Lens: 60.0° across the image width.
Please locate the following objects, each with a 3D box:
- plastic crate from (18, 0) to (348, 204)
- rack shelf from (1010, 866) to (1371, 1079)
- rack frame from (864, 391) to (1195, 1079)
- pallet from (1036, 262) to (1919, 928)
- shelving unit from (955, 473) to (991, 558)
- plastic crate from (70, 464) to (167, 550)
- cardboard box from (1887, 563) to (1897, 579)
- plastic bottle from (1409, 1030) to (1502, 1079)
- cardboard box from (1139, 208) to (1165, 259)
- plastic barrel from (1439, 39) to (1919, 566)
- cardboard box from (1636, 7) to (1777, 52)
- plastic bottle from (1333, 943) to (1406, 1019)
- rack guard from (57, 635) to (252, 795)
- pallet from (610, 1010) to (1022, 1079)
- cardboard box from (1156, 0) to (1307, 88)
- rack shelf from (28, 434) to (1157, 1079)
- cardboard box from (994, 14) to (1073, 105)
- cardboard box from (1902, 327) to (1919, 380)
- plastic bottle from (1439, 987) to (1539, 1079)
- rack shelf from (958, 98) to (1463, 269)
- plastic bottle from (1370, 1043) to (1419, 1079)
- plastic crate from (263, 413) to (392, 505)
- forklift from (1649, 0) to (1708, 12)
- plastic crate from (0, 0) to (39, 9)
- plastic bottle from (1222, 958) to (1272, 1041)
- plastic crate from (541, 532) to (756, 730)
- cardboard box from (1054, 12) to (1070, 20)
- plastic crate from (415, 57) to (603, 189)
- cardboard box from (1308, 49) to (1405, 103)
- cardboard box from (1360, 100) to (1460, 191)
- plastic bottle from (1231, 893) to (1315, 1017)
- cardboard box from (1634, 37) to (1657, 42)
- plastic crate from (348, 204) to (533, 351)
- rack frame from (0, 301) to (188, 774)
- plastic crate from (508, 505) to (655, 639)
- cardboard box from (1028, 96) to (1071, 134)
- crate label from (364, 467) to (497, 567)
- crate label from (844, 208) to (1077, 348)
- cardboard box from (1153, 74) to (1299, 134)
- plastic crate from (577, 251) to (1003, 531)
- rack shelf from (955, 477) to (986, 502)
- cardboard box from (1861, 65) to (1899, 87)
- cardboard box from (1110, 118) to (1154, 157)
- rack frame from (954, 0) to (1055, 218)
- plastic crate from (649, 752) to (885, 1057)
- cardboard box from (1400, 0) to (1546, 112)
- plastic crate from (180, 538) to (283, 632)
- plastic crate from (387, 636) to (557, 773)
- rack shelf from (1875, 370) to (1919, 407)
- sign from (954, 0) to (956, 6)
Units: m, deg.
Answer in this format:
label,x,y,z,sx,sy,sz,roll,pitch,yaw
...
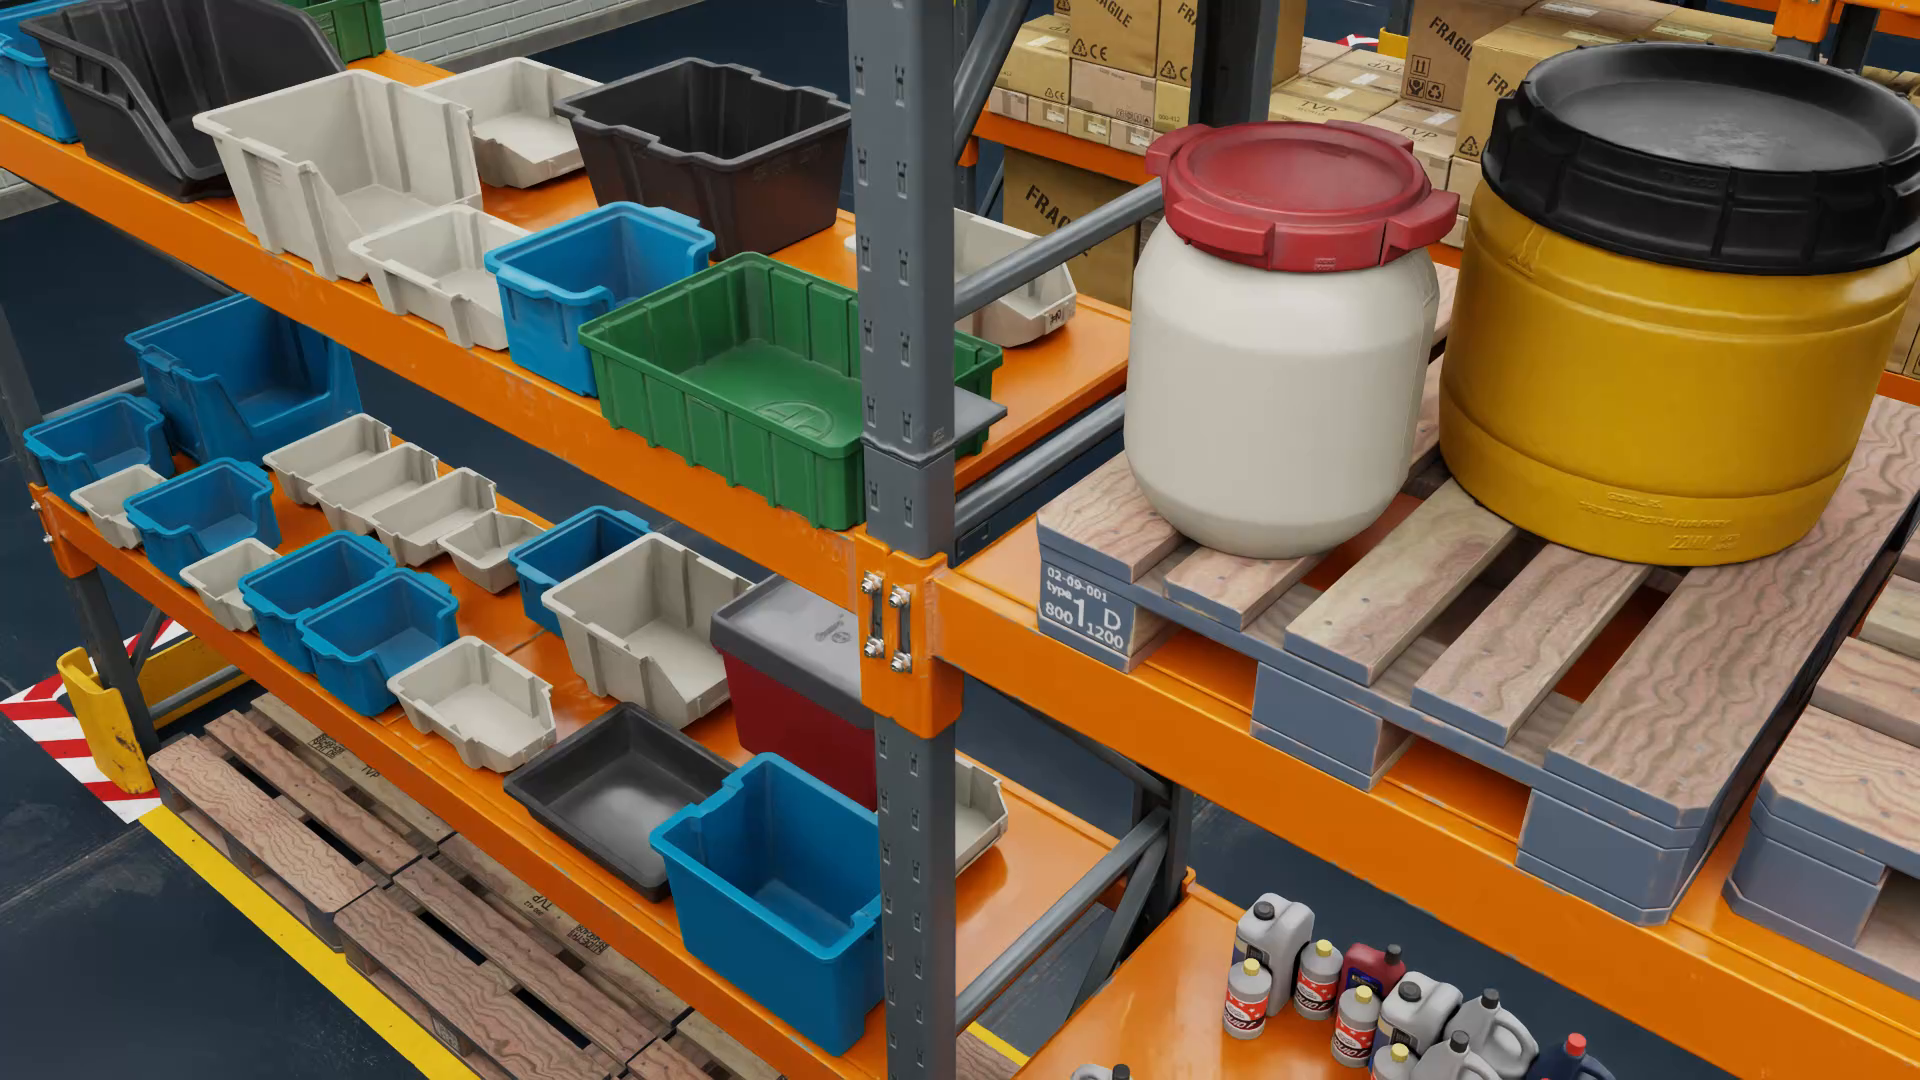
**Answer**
label,x,y,z,sx,sy,sz,roll,pitch,yaw
plastic crate,-1.867,-1.101,4.108,0.767,0.338,0.504,25,42,32
rack shelf,1.745,1.907,2.959,4.000,0.370,1.077,25,42,32
rack frame,0.208,0.886,3.810,0.127,3.000,1.000,25,42,32
pallet,0.873,-0.031,2.663,1.003,0.211,1.213,25,42,32
shelving unit,-0.127,-0.555,7.498,0.503,1.200,0.258,25,42,32
plastic crate,-2.693,-0.094,5.417,0.298,0.136,0.250,25,42,32
cardboard box,3.882,-0.343,7.106,0.875,0.875,1.225,25,42,32
plastic bottle,1.032,1.160,3.455,0.185,0.351,0.144,25,42,32
cardboard box,1.546,-1.488,8.773,0.875,0.875,0.875,25,42,32
plastic barrel,1.040,-0.359,2.436,0.600,0.588,0.600,0,34,0
cardboard box,3.173,-1.923,7.108,0.500,0.500,0.500,25,42,32
plastic bottle,0.925,1.000,3.747,0.133,0.283,0.061,25,42,32
rack guard,-2.892,0.465,6.632,0.348,0.500,1.175,25,42,32
pallet,-0.382,1.786,4.963,1.213,0.211,1.003,25,42,32
cardboard box,1.286,-2.430,7.846,0.500,0.500,0.500,24,41,31
rack shelf,-1.329,0.458,5.069,4.000,0.370,1.077,25,42,32
cardboard box,0.499,-2.487,8.592,0.500,0.250,0.500,24,41,31
cardboard box,3.958,-0.853,6.254,0.500,0.500,0.500,25,42,32
plastic bottle,1.124,1.097,3.547,0.185,0.351,0.144,25,42,32
rack shelf,1.840,-1.697,8.206,4.000,0.370,1.077,25,42,32
plastic bottle,0.933,1.163,3.582,0.097,0.201,0.097,0,34,0
plastic crate,-2.123,-0.262,5.662,0.243,0.136,0.396,25,42,32
forklift,4.033,-3.119,9.702,3.031,2.935,1.130,-16,38,-22
plastic crate,-2.748,-1.485,4.728,0.590,0.269,0.497,25,42,32
plastic bottle,0.653,1.031,3.774,0.097,0.201,0.097,0,34,0
plastic crate,-0.847,0.277,4.749,0.530,0.282,0.437,25,42,32
cardboard box,0.846,-2.718,8.928,0.500,0.250,0.500,25,41,31
plastic crate,-1.119,-1.050,4.213,0.530,0.136,0.437,25,42,32
cardboard box,2.029,-2.163,8.120,0.500,0.250,0.500,25,42,32
cardboard box,2.078,-1.747,7.513,0.500,0.250,0.500,26,42,33
plastic bottle,0.718,0.939,3.842,0.135,0.276,0.152,25,42,32
cardboard box,2.853,-1.689,6.767,0.500,0.500,0.500,27,42,33
plastic crate,-1.013,-0.537,3.465,0.466,0.136,0.293,25,42,32
rack frame,-2.866,-0.563,5.920,0.127,3.000,1.000,25,42,32
plastic crate,-1.123,0.114,5.029,0.300,0.233,0.416,25,42,32
cardboard box,0.563,-2.250,8.598,0.250,0.149,0.380,25,41,31
crate label,-1.680,-0.061,5.369,0.243,0.136,0.396,25,42,32
crate label,0.017,-0.545,3.477,0.466,0.136,0.293,25,42,32
cardboard box,1.287,-2.118,8.054,0.500,0.250,0.500,24,41,30
plastic crate,-0.311,-0.285,3.053,0.662,0.188,0.450,25,42,32
rack shelf,-0.127,-0.335,7.648,0.480,0.148,0.258,25,42,32
cardboard box,6.097,-3.044,11.154,0.250,0.149,0.380,25,41,31
cardboard box,0.961,-2.063,8.326,0.250,0.149,0.380,25,41,31
rack frame,0.303,-2.718,9.058,0.127,3.000,1.000,25,42,32
plastic crate,-0.369,0.847,3.828,0.575,0.384,0.392,25,42,32
cardboard box,2.397,-2.292,7.645,0.500,0.500,0.500,24,41,30
plastic crate,-2.172,0.152,5.059,0.298,0.136,0.250,25,42,32
plastic crate,-1.322,0.470,4.596,0.466,0.136,0.293,25,42,32
rack shelf,4.914,-0.248,6.097,4.000,0.370,1.077,25,42,32
sign,-0.056,-2.868,8.442,0.005,0.325,0.100,25,42,32
